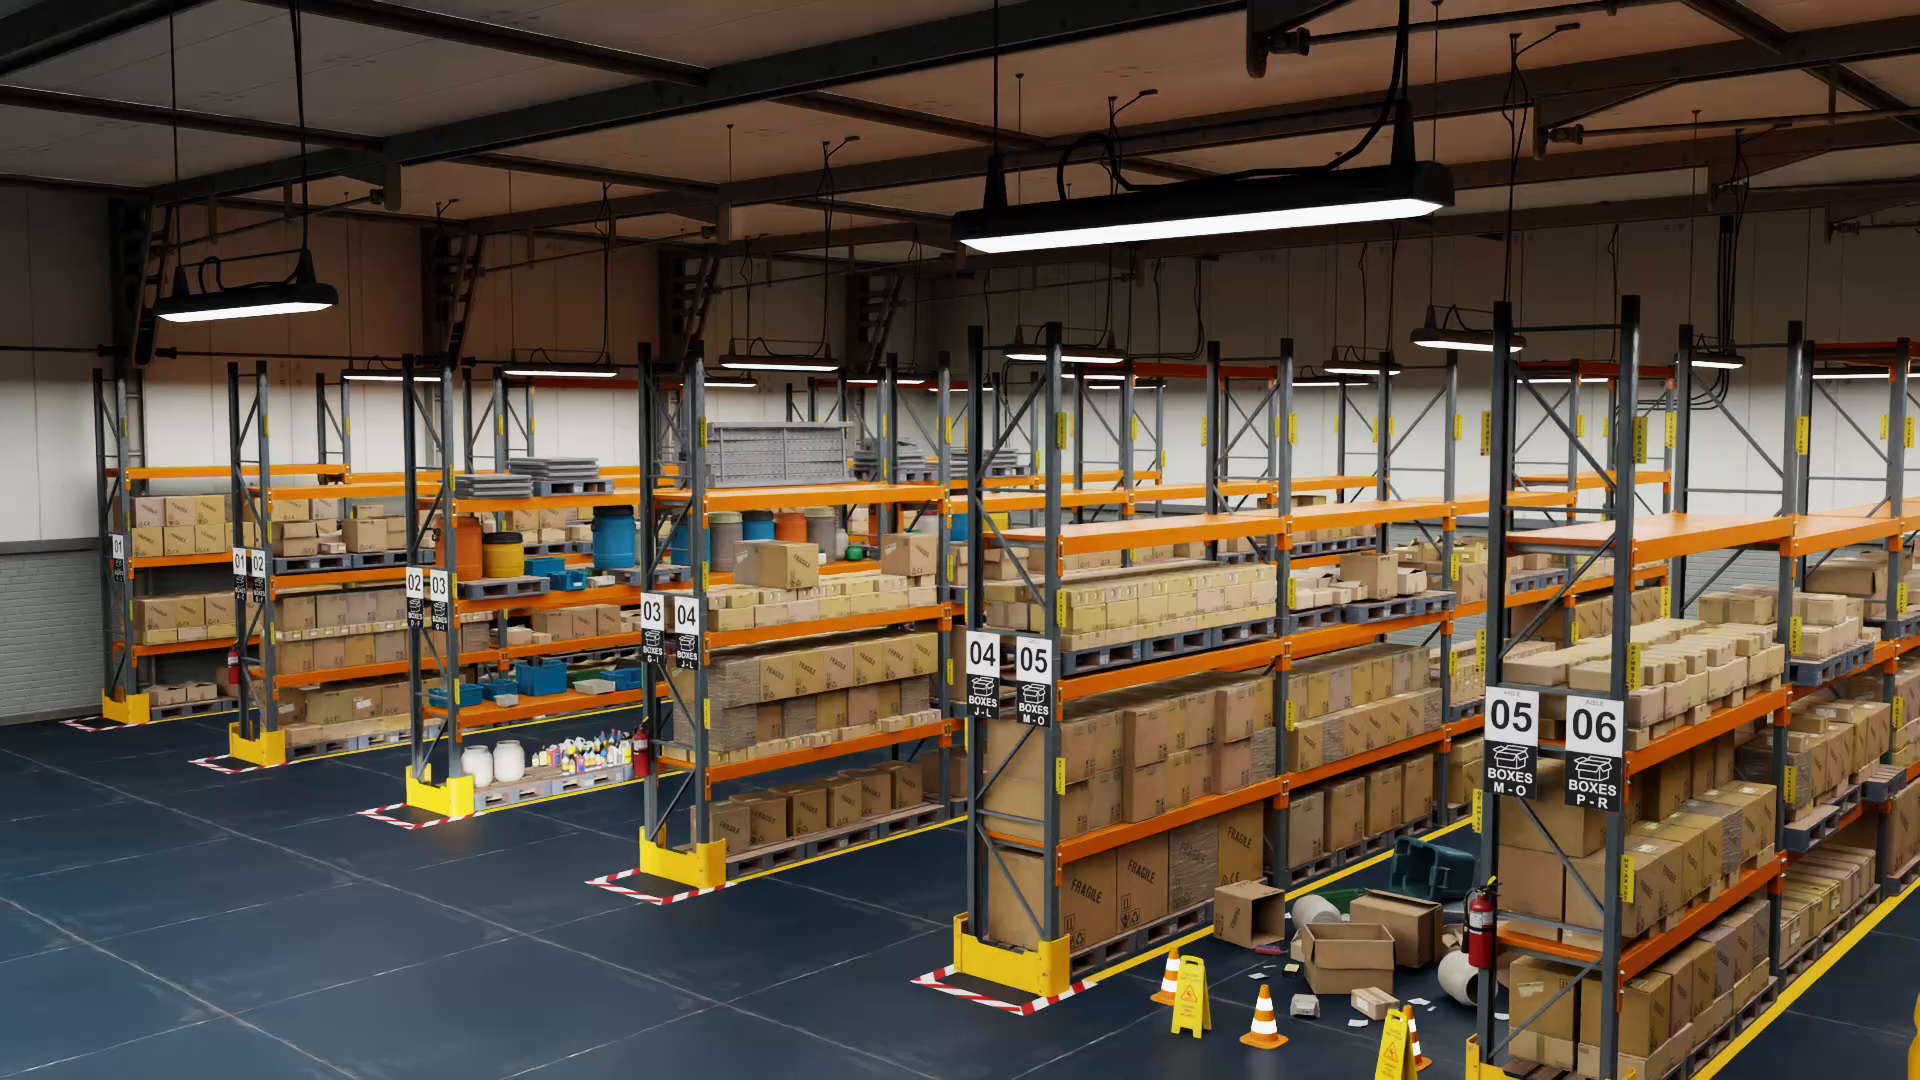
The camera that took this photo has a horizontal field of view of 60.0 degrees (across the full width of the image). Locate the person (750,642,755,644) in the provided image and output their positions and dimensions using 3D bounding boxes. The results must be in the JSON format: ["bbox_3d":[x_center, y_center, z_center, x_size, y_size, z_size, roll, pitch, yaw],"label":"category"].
[{"bbox_3d":[-3.660,1.914,30.660,0.530,1.481,1.065,3,5,31],"label":"person"}]
